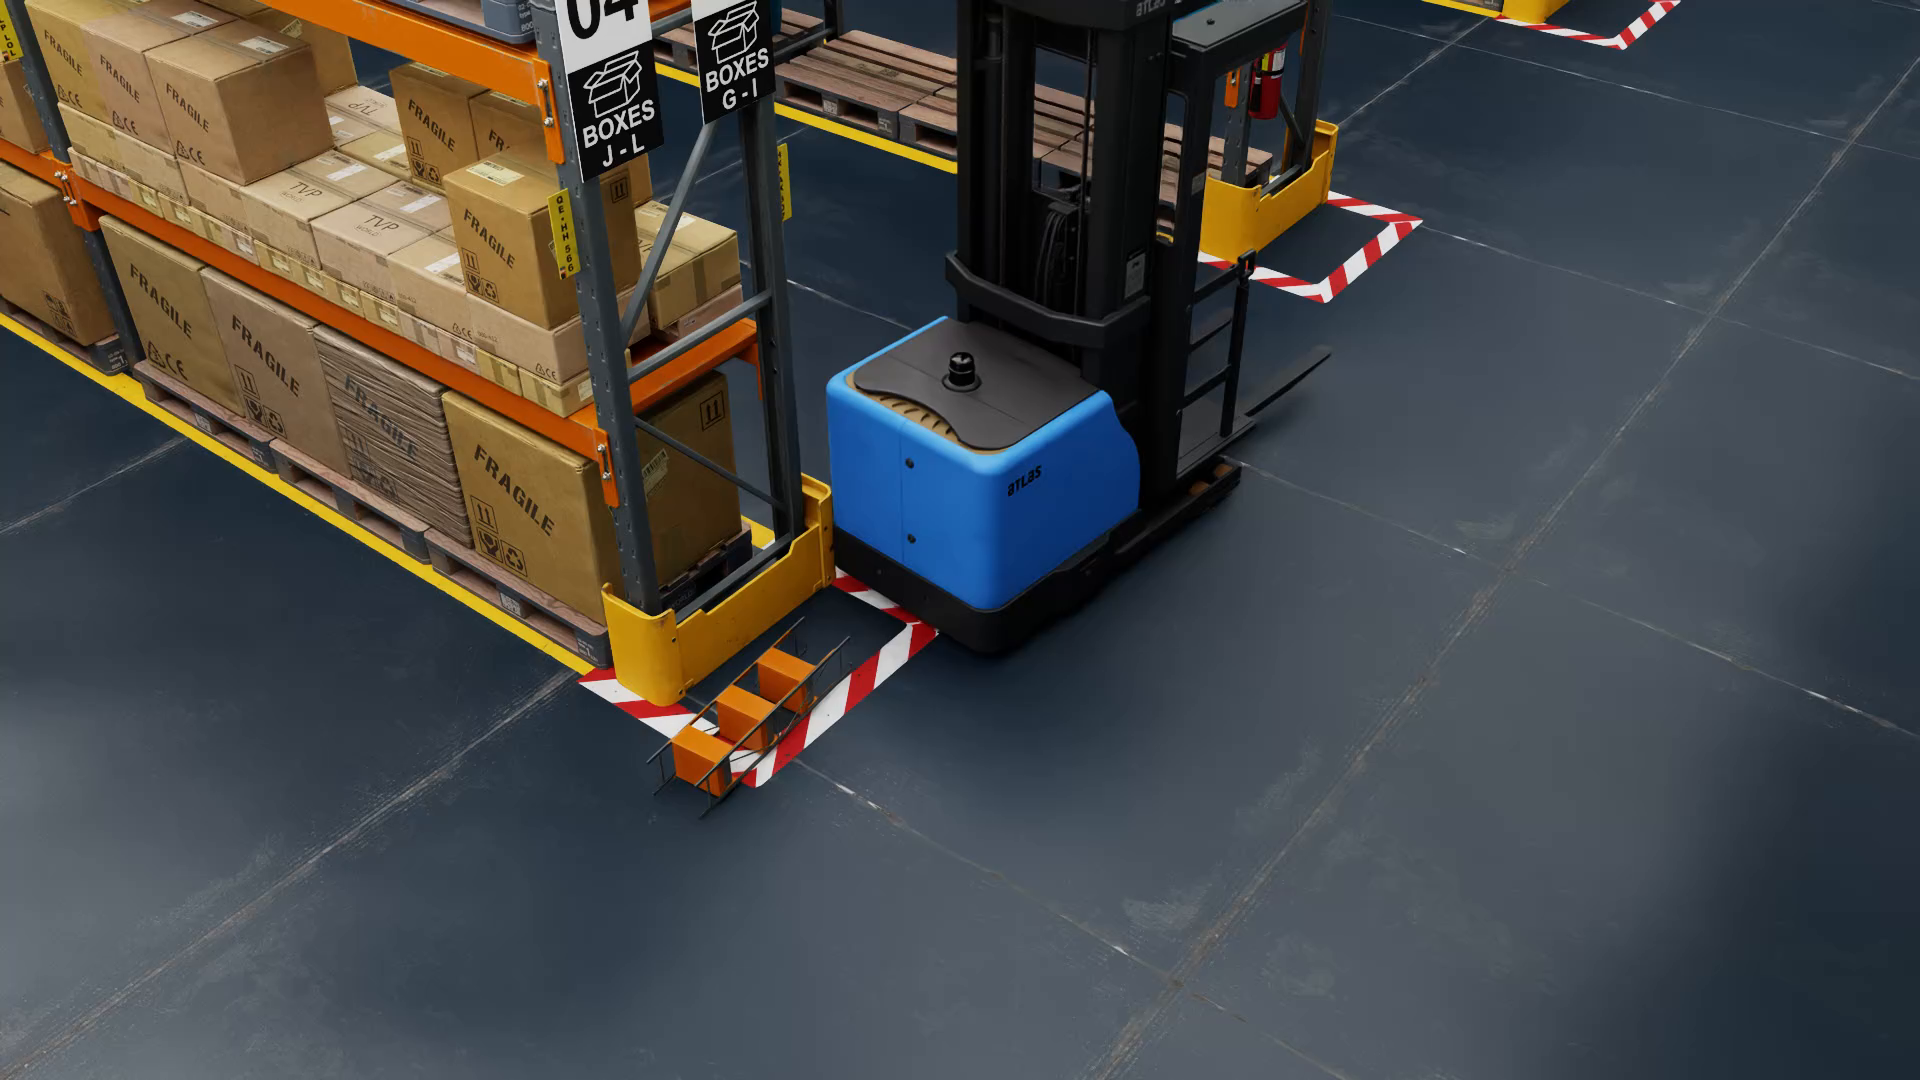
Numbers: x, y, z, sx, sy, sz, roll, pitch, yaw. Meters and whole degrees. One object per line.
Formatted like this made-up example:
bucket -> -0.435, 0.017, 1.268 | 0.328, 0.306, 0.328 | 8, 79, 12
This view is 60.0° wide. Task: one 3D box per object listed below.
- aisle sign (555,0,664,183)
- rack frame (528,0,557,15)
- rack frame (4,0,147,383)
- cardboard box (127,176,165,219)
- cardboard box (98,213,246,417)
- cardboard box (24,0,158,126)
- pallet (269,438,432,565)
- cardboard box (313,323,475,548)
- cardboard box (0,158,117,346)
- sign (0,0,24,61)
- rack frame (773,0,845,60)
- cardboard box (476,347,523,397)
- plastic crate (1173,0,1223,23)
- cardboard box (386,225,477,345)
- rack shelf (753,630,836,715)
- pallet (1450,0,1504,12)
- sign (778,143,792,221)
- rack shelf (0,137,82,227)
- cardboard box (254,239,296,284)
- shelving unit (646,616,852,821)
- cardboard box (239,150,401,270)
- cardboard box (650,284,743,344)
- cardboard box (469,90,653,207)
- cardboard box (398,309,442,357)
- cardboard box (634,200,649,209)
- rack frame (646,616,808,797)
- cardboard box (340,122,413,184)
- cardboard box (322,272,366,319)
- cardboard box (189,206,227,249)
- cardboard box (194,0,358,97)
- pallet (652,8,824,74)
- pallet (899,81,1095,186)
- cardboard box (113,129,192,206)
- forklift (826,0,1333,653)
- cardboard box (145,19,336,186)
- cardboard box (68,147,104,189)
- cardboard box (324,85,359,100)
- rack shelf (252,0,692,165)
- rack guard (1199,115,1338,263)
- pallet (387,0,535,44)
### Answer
aisle sign -> -1.195, -1.653, 5.680 | 0.004, 0.787, 0.394 | 25, 45, 29
rack frame -> -1.070, -3.165, 4.854 | 0.127, 3.000, 1.000 | 25, 45, 29
rack frame -> -4.248, -2.301, 8.616 | 0.127, 3.000, 1.000 | 25, 45, 29
cardboard box -> -3.796, -1.732, 8.093 | 0.250, 0.149, 0.380 | 27, 45, 30
cardboard box -> -3.772, -1.343, 8.776 | 0.875, 0.875, 0.875 | 25, 45, 29
cardboard box -> -4.022, -2.350, 7.951 | 0.500, 0.500, 0.500 | 25, 45, 29
pallet -> -2.718, -0.423, 8.480 | 1.213, 0.211, 1.003 | 25, 45, 29
cardboard box -> -2.350, -0.673, 7.920 | 0.875, 0.875, 0.875 | 25, 45, 29
cardboard box -> -4.768, -1.860, 9.436 | 0.875, 0.875, 1.225 | 25, 45, 29
sign -> -4.569, -2.456, 7.940 | 0.005, 0.325, 0.100 | 25, 45, 29
rack frame -> -1.238, -4.726, 11.714 | 0.127, 3.000, 1.000 | 25, 45, 29
cardboard box -> -1.761, -0.773, 6.868 | 0.250, 0.149, 0.380 | 26, 45, 29
plastic crate -> 1.559, -3.300, 9.815 | 0.499, 0.435, 0.616 | 25, 45, 29
cardboard box -> -2.019, -1.103, 6.966 | 0.500, 0.250, 0.500 | 24, 44, 28
rack shelf -> -0.709, 0.578, 7.173 | 0.240, 0.215, 0.259 | 21, 43, 25
pallet -> 4.257, -4.881, 14.174 | 1.213, 0.211, 1.003 | 25, 45, 29
sign -> -0.728, -1.444, 6.756 | 0.005, 0.325, 0.100 | 25, 45, 29
rack shelf -> -5.836, -2.767, 9.795 | 4.000, 0.370, 1.077 | 25, 45, 29
cardboard box -> -2.975, -1.345, 7.600 | 0.250, 0.149, 0.380 | 24, 44, 27
shelving unit -> -0.863, 0.728, 6.981 | 0.252, 0.215, 1.050 | 21, 43, 25
cardboard box -> -2.840, -1.486, 7.456 | 0.500, 0.250, 0.500 | 25, 45, 29
cardboard box -> -1.152, -0.998, 7.157 | 0.250, 0.149, 0.380 | 26, 45, 29
cardboard box -> -1.685, -1.655, 7.064 | 0.500, 0.500, 0.500 | 24, 44, 28
cardboard box -> -2.158, -0.962, 7.109 | 0.250, 0.149, 0.380 | 26, 45, 29
cardboard box -> -1.704, -1.364, 7.301 | 0.500, 0.250, 0.500 | 25, 44, 28
rack frame -> -0.966, 0.688, 7.033 | 0.008, 0.200, 1.050 | 21, 43, 25
cardboard box -> -2.519, -1.747, 7.789 | 0.500, 0.250, 0.500 | 24, 44, 28
cardboard box -> -2.572, -1.155, 7.356 | 0.250, 0.149, 0.380 | 25, 45, 29
cardboard box -> -3.383, -1.538, 7.846 | 0.250, 0.149, 0.380 | 25, 44, 28
cardboard box -> -3.324, -2.423, 8.045 | 0.500, 0.500, 0.500 | 26, 45, 29
pallet -> -1.826, -3.938, 12.969 | 1.213, 0.211, 1.003 | 25, 45, 29
pallet -> 0.342, -2.915, 11.663 | 1.213, 0.211, 1.003 | 25, 45, 29
cardboard box -> -3.641, -1.866, 7.941 | 0.500, 0.250, 0.500 | 25, 44, 28
forklift -> 0.765, -1.474, 7.616 | 1.130, 2.935, 3.031 | 30, 47, 32
cardboard box -> -3.220, -1.969, 7.464 | 0.500, 0.500, 0.500 | 24, 44, 27
cardboard box -> -4.215, -1.928, 8.344 | 0.250, 0.149, 0.380 | 25, 45, 29
cardboard box -> -3.325, -2.130, 8.278 | 0.500, 0.250, 0.500 | 27, 45, 30
rack shelf -> -2.659, -2.450, 6.957 | 4.000, 0.370, 1.077 | 25, 45, 29
rack guard -> 1.966, -2.241, 10.568 | 0.348, 0.500, 1.175 | 25, 45, 29
pallet -> -1.666, -2.222, 6.154 | 1.213, 0.211, 1.003 | 25, 45, 29
